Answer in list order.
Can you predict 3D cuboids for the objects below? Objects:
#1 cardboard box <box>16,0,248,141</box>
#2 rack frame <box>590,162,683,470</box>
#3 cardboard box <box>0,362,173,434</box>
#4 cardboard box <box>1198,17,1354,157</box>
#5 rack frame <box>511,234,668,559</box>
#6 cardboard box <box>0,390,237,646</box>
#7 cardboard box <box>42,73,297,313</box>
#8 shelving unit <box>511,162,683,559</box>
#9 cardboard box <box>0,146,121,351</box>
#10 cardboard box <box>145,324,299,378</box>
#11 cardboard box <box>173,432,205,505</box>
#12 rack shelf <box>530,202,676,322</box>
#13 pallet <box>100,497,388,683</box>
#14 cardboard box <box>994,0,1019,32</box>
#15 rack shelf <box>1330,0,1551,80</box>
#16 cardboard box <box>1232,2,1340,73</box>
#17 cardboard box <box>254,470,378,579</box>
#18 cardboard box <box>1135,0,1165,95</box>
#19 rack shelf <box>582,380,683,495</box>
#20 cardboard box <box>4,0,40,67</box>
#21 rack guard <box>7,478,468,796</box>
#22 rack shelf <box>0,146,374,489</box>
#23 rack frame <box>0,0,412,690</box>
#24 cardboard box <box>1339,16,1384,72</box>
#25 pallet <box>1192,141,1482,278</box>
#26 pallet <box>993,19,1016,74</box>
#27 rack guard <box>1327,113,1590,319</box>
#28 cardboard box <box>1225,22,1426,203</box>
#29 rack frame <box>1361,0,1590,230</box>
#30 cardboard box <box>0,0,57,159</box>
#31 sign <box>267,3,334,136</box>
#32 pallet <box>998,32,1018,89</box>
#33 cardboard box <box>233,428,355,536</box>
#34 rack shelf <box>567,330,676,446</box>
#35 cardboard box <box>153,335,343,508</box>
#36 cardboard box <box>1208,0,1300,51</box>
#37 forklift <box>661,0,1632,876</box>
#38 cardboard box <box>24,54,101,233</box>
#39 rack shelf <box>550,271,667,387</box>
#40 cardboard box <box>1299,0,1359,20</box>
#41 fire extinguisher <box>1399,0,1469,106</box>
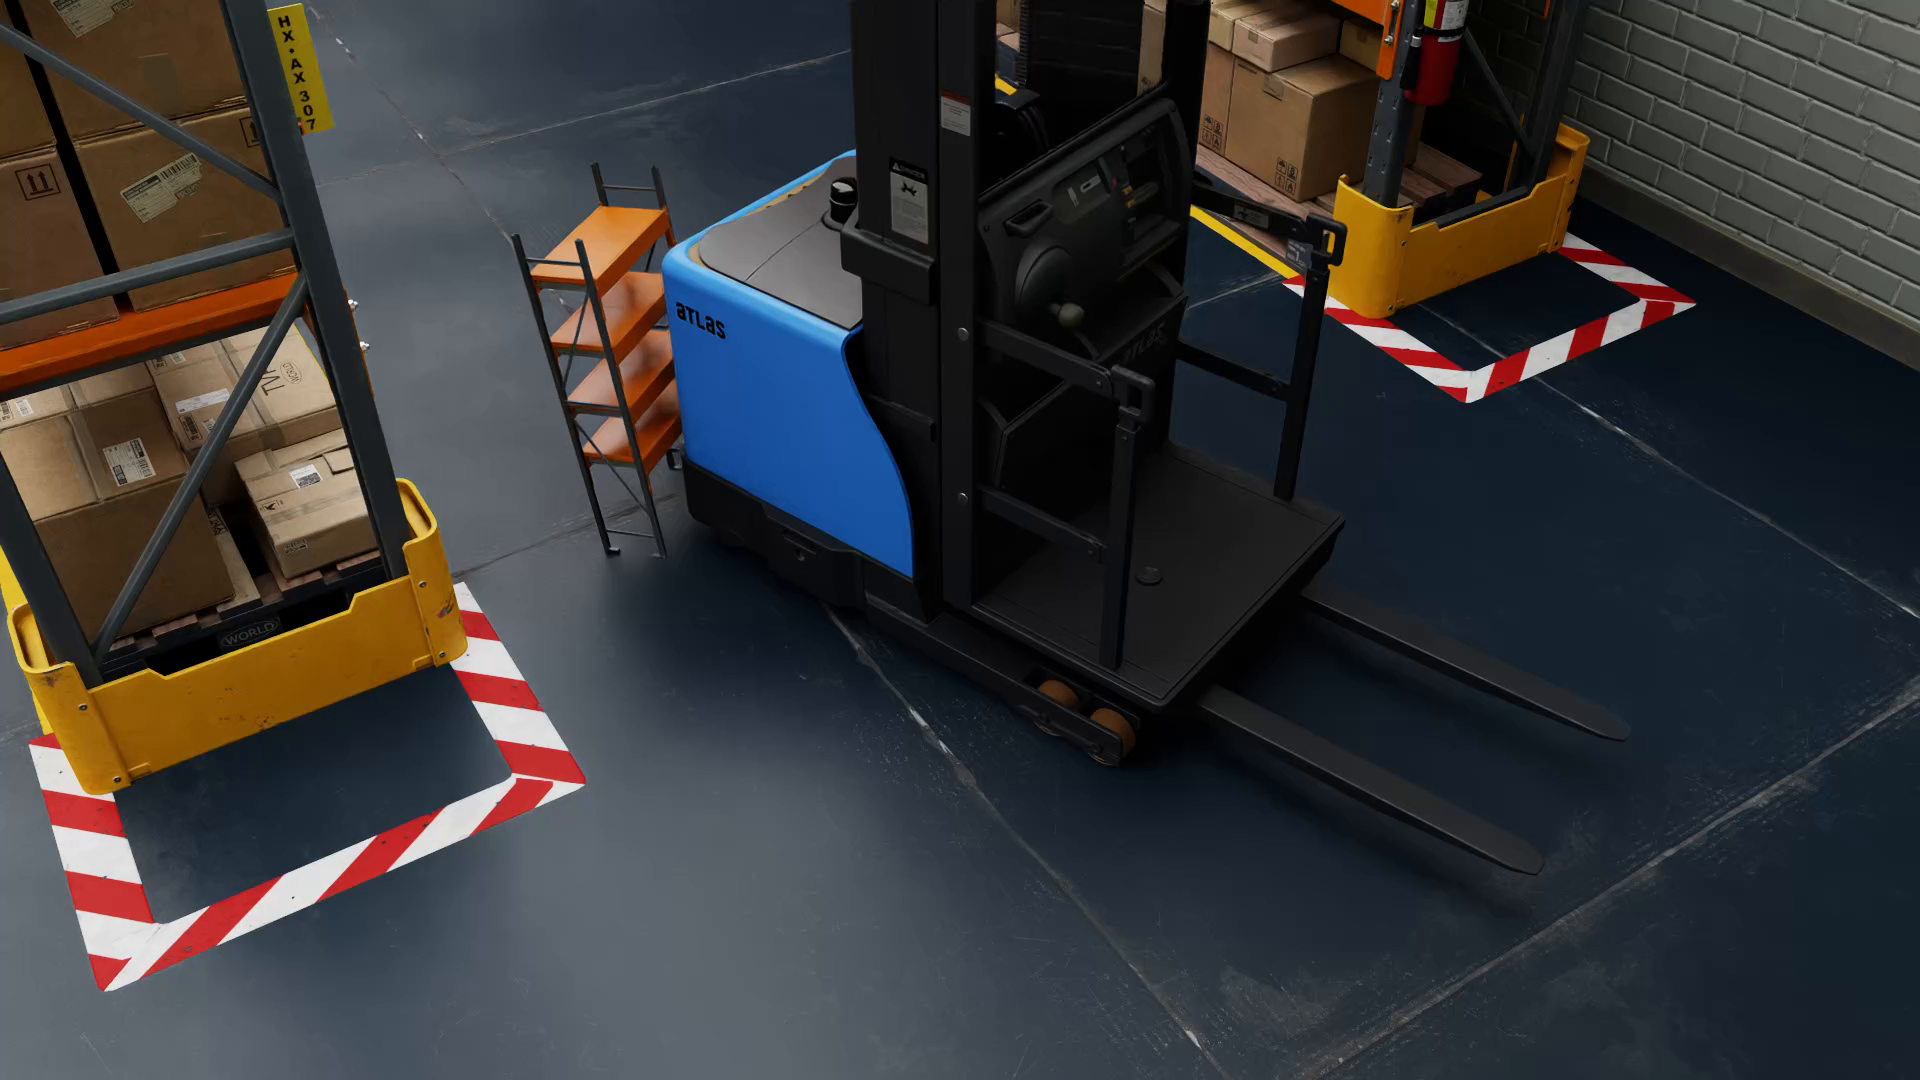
[{"bbox_3d":[-2.115,-1.396,4.223,0.500,0.500,0.500,-21,44,-23],"label":"cardboard box"},{"bbox_3d":[-1.008,-0.722,5.661,0.240,1.200,0.015,7,40,19],"label":"rack frame"},{"bbox_3d":[-3.085,-0.488,5.796,0.500,0.250,0.500,-22,45,-24],"label":"cardboard box"},{"bbox_3d":[1.346,-2.165,7.629,0.700,0.500,0.500,-22,45,-25],"label":"cardboard box"},{"bbox_3d":[-1.167,-0.427,5.306,0.240,1.200,0.015,7,40,19],"label":"rack frame"},{"bbox_3d":[-2.599,-0.060,5.088,0.500,0.500,0.500,-22,45,-24],"label":"cardboard box"},{"bbox_3d":[-2.115,-1.012,4.543,0.500,0.500,0.500,-21,44,-24],"label":"cardboard box"},{"bbox_3d":[-1.087,-0.574,5.483,0.258,1.200,0.503,7,40,19],"label":"shelving unit"},{"bbox_3d":[-2.569,-0.830,4.324,0.500,0.500,0.500,-21,44,-23],"label":"cardboard box"},{"bbox_3d":[-2.690,-0.687,6.035,0.500,0.250,0.500,-22,45,-24],"label":"cardboard box"},{"bbox_3d":[-2.741,-0.182,5.495,0.380,0.166,0.250,-22,45,-24],"label":"cardboard box"},{"bbox_3d":[-1.128,-0.884,5.244,0.258,0.148,0.480,7,40,19],"label":"rack shelf"},{"bbox_3d":[-2.569,-0.043,5.637,1.003,0.211,1.213,-22,45,-24],"label":"pallet"},{"bbox_3d":[0.508,-2.999,8.630,0.700,0.500,0.500,-23,45,-25],"label":"cardboard box"},{"bbox_3d":[1.000,-3.153,7.753,1.077,0.370,4.000,-22,45,-24],"label":"rack shelf"},{"bbox_3d":[1.392,-2.150,7.105,0.380,0.149,0.250,-23,45,-25],"label":"cardboard box"},{"bbox_3d":[-2.034,-0.061,5.364,0.380,0.149,0.250,-22,45,-24],"label":"cardboard box"},{"bbox_3d":[1.075,-2.436,7.955,0.700,0.500,0.500,-24,45,-26],"label":"cardboard box"},{"bbox_3d":[-1.060,-0.365,5.645,0.258,0.148,0.480,7,40,19],"label":"rack shelf"},{"bbox_3d":[-2.403,-1.675,4.558,0.500,0.500,0.500,-22,44,-24],"label":"cardboard box"},{"bbox_3d":[-2.140,0.276,5.028,1.175,0.500,0.348,-22,45,-24],"label":"rack guard"},{"bbox_3d":[-3.174,-1.446,5.704,1.077,0.370,4.000,-22,45,-24],"label":"rack shelf"},{"bbox_3d":[-2.099,-0.643,4.179,1.000,3.000,0.127,-22,45,-24],"label":"rack frame"},{"bbox_3d":[1.851,-2.145,7.099,0.380,0.149,0.250,-22,45,-24],"label":"cardboard box"},{"bbox_3d":[1.580,-1.684,7.606,1.003,0.211,1.213,-22,45,-24],"label":"pallet"},{"bbox_3d":[0.268,-3.001,9.186,1.003,0.211,1.213,-22,45,-24],"label":"pallet"},{"bbox_3d":[2.088,-1.377,7.012,1.175,0.500,0.348,-22,45,-24],"label":"rack guard"},{"bbox_3d":[1.615,-1.895,7.305,0.700,0.500,0.500,-22,45,-24],"label":"cardboard box"},{"bbox_3d":[2.076,-2.350,6.227,1.000,3.000,0.127,-22,45,-24],"label":"rack frame"},{"bbox_3d":[-2.570,-1.211,4.001,0.500,0.500,0.500,-23,45,-25],"label":"cardboard box"},{"bbox_3d":[-1.642,-1.163,4.126,0.100,0.325,0.005,-22,45,-24],"label":"sign"},{"bbox_3d":[0.928,-2.341,8.395,1.003,0.211,1.213,-22,45,-24],"label":"pallet"},{"bbox_3d":[-2.169,-0.203,5.520,0.380,0.166,0.250,-22,45,-24],"label":"cardboard box"},{"bbox_3d":[-1.080,-0.522,5.524,0.258,0.148,0.480,7,40,19],"label":"rack shelf"},{"bbox_3d":[-2.421,-0.417,5.711,0.500,0.250,0.500,-22,45,-24],"label":"cardboard box"},{"bbox_3d":[1.254,-2.288,7.271,0.380,0.149,0.250,-21,44,-23],"label":"cardboard box"},{"bbox_3d":[0.526,-0.845,4.475,3.031,2.935,1.130,27,47,28],"label":"forklift"},{"bbox_3d":[-2.397,-1.288,4.875,0.500,0.500,0.500,-23,45,-25],"label":"cardboard box"},{"bbox_3d":[-1.104,-0.698,5.388,0.258,0.148,0.480,7,40,19],"label":"rack shelf"},{"bbox_3d":[1.578,-2.418,7.427,0.380,0.149,0.250,-22,45,-24],"label":"cardboard box"},{"bbox_3d":[1.768,-1.937,6.083,0.296,0.674,0.183,-22,45,-24],"label":"fire extinguisher"}]
